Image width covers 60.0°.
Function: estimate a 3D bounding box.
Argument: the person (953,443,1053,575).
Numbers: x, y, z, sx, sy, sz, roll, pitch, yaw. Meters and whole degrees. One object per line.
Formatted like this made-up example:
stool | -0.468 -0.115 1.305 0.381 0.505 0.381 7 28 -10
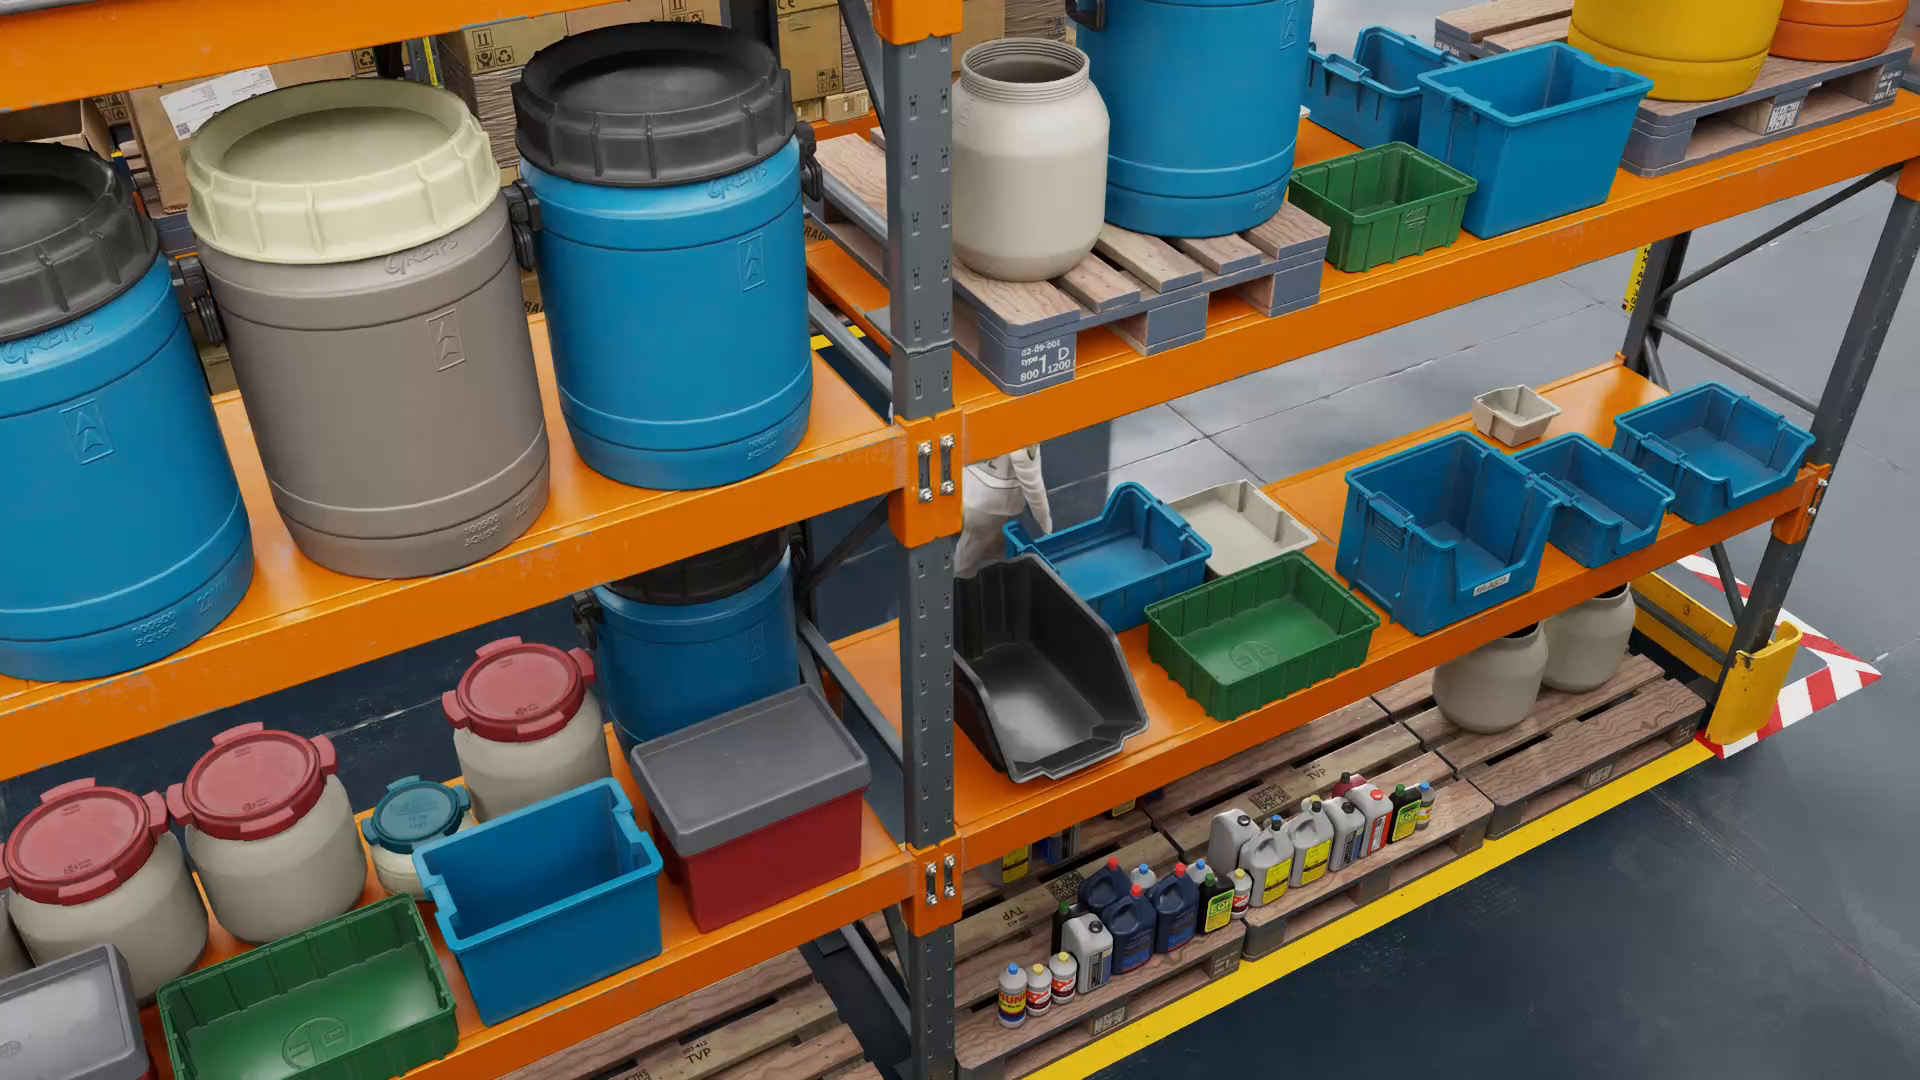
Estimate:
person | 0.171 -0.195 7.163 1.009 1.610 0.515 -20 42 -25
